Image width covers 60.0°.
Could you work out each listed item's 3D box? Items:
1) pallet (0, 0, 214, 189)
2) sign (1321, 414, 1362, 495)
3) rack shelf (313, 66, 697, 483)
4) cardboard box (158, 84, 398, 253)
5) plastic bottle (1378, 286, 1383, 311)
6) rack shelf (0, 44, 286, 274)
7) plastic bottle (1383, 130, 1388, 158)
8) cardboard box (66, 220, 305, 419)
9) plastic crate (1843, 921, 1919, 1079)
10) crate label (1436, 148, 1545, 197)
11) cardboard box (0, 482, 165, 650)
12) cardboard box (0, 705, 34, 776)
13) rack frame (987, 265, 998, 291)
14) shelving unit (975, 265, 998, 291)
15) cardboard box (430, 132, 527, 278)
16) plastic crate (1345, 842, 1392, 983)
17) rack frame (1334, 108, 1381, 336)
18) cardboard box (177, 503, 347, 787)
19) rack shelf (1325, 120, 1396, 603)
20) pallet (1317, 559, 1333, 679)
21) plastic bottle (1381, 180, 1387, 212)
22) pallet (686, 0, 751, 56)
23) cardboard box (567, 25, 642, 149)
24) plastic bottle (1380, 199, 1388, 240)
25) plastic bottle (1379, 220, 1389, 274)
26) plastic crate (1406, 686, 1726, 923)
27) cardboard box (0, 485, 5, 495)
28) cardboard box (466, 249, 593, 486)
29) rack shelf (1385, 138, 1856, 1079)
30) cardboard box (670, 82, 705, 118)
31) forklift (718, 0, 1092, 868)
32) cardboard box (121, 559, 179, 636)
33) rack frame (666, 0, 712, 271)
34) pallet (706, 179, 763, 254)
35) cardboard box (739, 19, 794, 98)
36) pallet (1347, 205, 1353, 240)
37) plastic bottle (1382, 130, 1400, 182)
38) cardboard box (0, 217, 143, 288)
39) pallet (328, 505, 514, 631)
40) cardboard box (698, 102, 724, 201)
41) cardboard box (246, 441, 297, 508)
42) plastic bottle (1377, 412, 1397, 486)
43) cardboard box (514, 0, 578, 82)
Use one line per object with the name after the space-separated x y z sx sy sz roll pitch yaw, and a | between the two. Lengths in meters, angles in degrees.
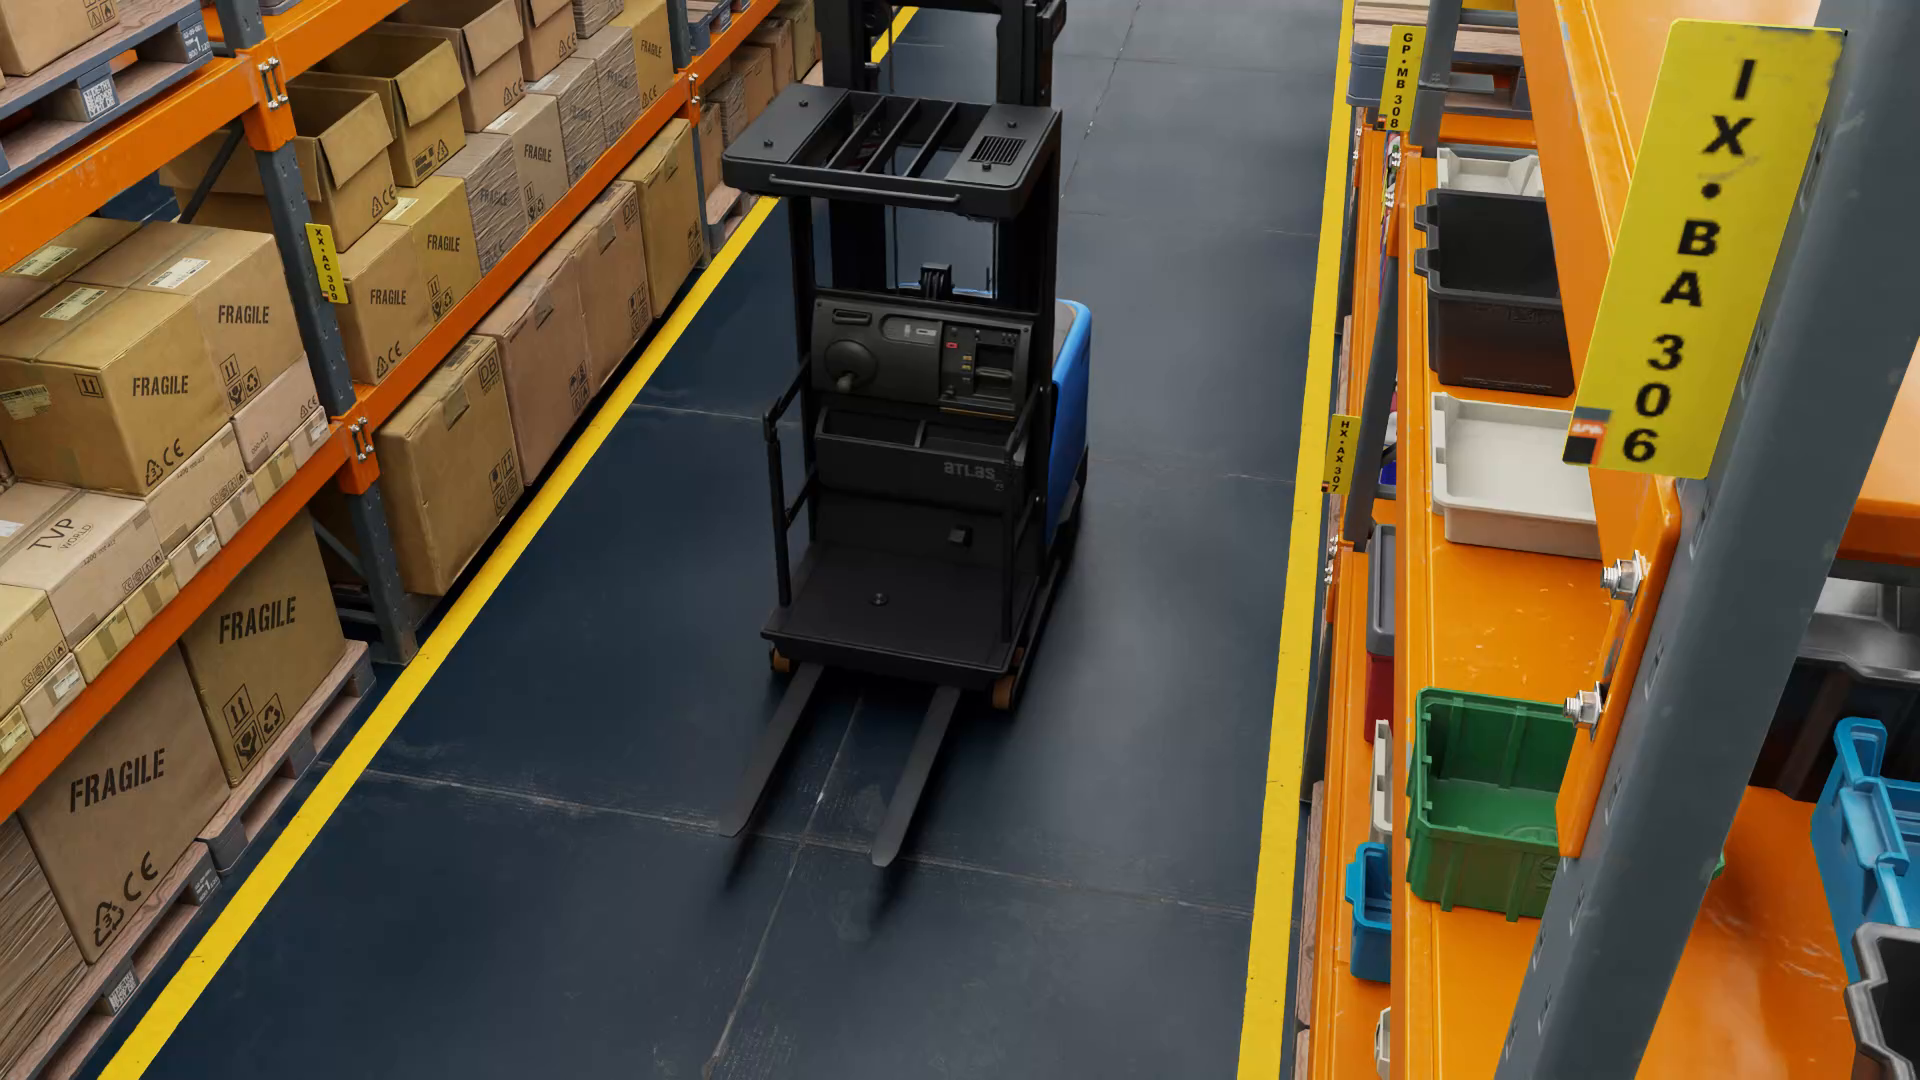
-3.142 -1.449 5.213 1.003 0.211 1.213 7 37 10 | pallet
1.345 -0.299 5.871 0.100 0.325 0.005 7 37 10 | sign
-2.529 -1.593 8.506 1.077 0.370 4.000 7 37 10 | rack shelf
-2.828 -1.552 6.895 0.797 0.503 0.637 6 36 9 | cardboard box
1.912 -1.082 7.356 0.097 0.201 0.097 0 36 0 | plastic bottle
-3.384 -0.515 4.461 1.077 0.370 4.000 7 37 10 | rack shelf
2.328 -2.153 8.770 0.152 0.276 0.135 7 37 10 | plastic bottle
-2.794 -0.804 6.039 0.500 0.500 0.500 8 37 11 | cardboard box
1.382 0.828 2.106 0.497 0.269 0.590 7 37 10 | plastic crate
1.495 -0.981 4.716 0.293 0.136 0.466 7 37 10 | crate label
-3.012 0.078 5.461 0.500 0.250 0.500 8 37 11 | cardboard box
-3.086 0.613 5.063 0.380 0.149 0.250 6 36 9 | cardboard box
0.233 -0.940 8.652 0.200 1.050 0.008 9 37 12 | rack frame
0.202 -0.870 8.556 0.215 1.050 0.252 9 37 12 | shelving unit
-2.400 -1.586 7.797 0.500 0.500 0.500 7 36 9 | cardboard box
1.216 1.010 4.392 0.416 0.233 0.300 7 37 10 | plastic crate
2.736 -2.410 9.020 1.000 3.000 0.127 7 37 10 | rack frame
-3.176 0.320 6.704 0.875 0.875 0.875 7 37 10 | cardboard box
2.309 -0.973 7.649 1.077 0.370 4.000 7 37 10 | rack shelf
2.088 0.575 7.277 1.003 0.211 1.213 7 37 10 | pallet
2.149 -1.718 8.233 0.097 0.201 0.097 0 36 0 | plastic bottle
-2.054 -3.376 10.515 1.213 0.211 1.003 7 37 10 | pallet
-2.078 -2.473 9.021 0.500 0.500 0.500 7 37 10 | cardboard box
2.079 -1.558 7.953 0.097 0.271 0.097 0 36 0 | plastic bottle
2.032 -1.358 7.673 0.152 0.276 0.135 7 37 10 | plastic bottle
0.959 0.446 2.703 0.450 0.188 0.336 7 37 10 | plastic crate
-3.529 0.021 5.539 0.500 0.250 0.500 8 37 11 | cardboard box
-2.649 -0.930 8.429 1.225 0.875 0.875 6 36 8 | cardboard box
1.455 0.106 3.605 1.077 0.370 4.000 7 37 10 | rack shelf
-1.988 -2.889 10.796 0.500 0.250 0.500 9 37 12 | cardboard box
-0.216 -0.697 6.714 1.130 2.935 3.031 9 37 12 | forklift
-2.921 0.170 5.674 0.380 0.149 0.250 8 37 11 | cardboard box
-2.102 -3.031 9.876 1.000 3.000 0.127 7 37 10 | rack frame
-1.934 -2.350 11.313 1.003 0.211 1.213 7 37 10 | pallet
-1.639 -3.549 12.346 0.700 0.500 0.500 4 36 6 | cardboard box
2.940 -1.721 10.444 1.003 0.211 1.213 7 37 10 | pallet
2.213 -1.973 8.516 0.061 0.283 0.133 7 37 10 | plastic bottle
-3.309 -0.859 6.114 0.500 0.500 0.500 7 37 10 | cardboard box
-2.865 -0.061 8.154 1.003 0.211 1.213 7 37 10 | pallet
-1.979 -2.584 11.014 0.700 0.500 0.500 5 36 8 | cardboard box
-2.757 -0.273 6.284 0.380 0.149 0.250 8 37 11 | cardboard box
1.650 -0.334 6.260 0.152 0.276 0.135 7 37 10 | plastic bottle
-2.416 -2.688 8.462 0.797 0.503 0.637 8 37 11 | cardboard box
